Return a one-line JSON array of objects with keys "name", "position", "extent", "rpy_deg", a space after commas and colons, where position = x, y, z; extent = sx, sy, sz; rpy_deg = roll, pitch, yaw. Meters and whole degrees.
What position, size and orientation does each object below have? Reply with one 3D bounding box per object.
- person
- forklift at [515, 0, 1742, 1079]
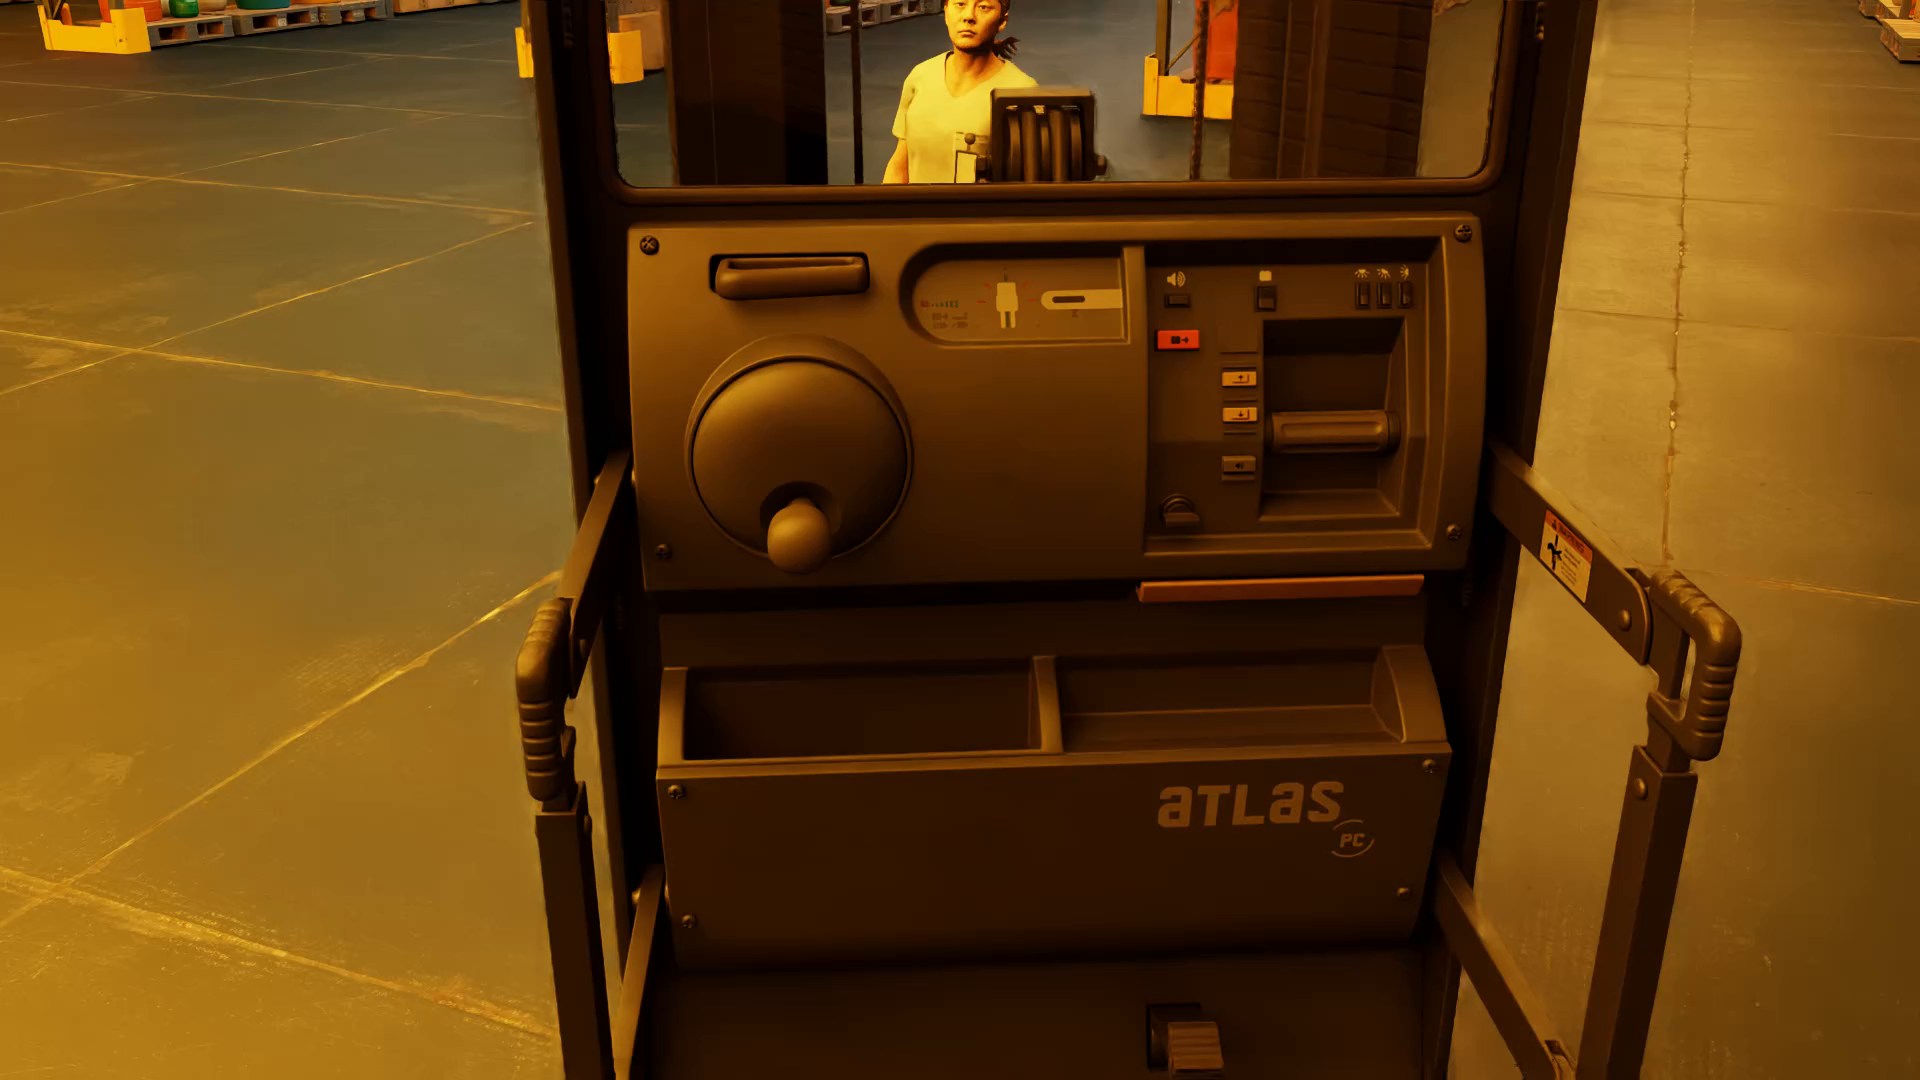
[{"name": "person", "position": [-0.041, -0.756, 4.709], "extent": [0.549, 1.675, 0.549], "rpy_deg": [9, 24, 21]}, {"name": "forklift", "position": [0.127, -0.136, 1.617], "extent": [1.130, 2.935, 3.031], "rpy_deg": [-1, 23, -3]}]
